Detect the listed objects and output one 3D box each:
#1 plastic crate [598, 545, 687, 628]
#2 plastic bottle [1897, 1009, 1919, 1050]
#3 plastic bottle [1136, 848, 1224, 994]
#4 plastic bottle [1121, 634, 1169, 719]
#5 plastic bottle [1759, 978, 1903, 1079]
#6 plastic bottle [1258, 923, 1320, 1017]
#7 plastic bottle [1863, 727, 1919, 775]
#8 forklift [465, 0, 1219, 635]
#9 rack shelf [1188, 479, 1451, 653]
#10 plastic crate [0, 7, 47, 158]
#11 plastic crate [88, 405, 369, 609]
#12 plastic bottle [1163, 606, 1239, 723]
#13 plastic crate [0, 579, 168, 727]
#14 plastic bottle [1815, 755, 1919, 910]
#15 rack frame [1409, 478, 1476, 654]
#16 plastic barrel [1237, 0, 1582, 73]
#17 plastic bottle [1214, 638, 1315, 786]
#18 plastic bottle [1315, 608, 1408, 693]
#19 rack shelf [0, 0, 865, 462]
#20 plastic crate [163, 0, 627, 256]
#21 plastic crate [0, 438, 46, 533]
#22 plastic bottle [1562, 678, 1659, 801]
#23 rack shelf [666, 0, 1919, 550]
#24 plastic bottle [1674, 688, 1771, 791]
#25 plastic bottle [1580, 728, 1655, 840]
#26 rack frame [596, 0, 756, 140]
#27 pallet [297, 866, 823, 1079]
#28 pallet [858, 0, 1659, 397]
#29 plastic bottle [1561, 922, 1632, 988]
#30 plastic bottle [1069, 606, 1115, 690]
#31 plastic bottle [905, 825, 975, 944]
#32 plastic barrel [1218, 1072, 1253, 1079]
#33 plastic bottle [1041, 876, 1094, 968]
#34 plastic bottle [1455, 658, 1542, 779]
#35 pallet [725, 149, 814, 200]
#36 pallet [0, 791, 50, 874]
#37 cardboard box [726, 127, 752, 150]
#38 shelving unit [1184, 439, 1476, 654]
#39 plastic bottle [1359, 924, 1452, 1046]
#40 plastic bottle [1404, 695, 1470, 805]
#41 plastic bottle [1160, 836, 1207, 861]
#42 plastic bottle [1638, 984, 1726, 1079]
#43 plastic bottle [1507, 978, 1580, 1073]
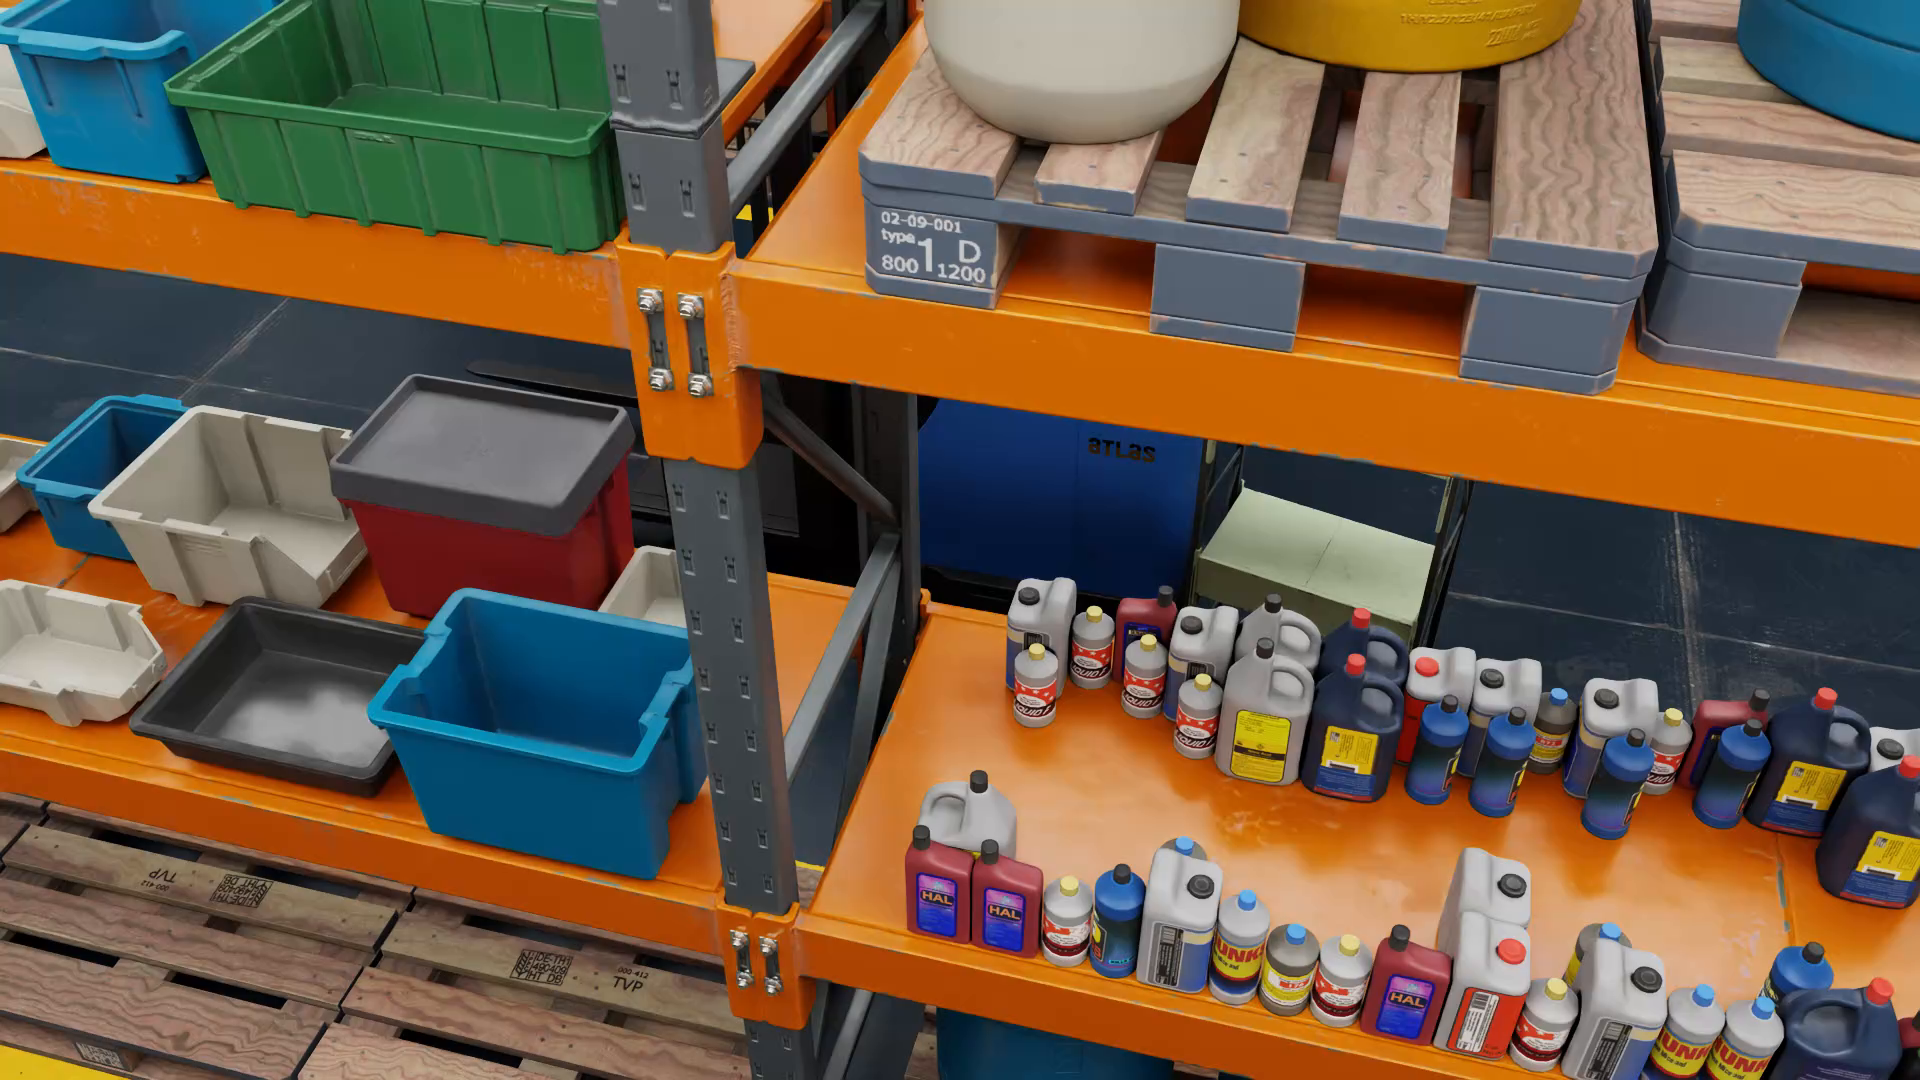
[{"bbox_3d":[-0.694,0.205,3.832,0.243,0.136,0.396,10,41,11],"label":"plastic crate"},{"bbox_3d":[1.685,0.920,2.913,0.133,0.283,0.061,10,41,11],"label":"plastic bottle"},{"bbox_3d":[0.420,0.715,3.163,0.135,0.276,0.152,10,41,11],"label":"plastic bottle"},{"bbox_3d":[0.415,0.296,3.720,0.097,0.201,0.097,0,40,0],"label":"plastic bottle"},{"bbox_3d":[1.527,0.880,2.909,0.185,0.351,0.144,10,41,11],"label":"plastic bottle"},{"bbox_3d":[0.619,0.796,3.124,0.097,0.201,0.097,0,40,0],"label":"plastic bottle"},{"bbox_3d":[1.908,0.502,3.416,0.135,0.276,0.152,10,41,11],"label":"plastic bottle"},{"bbox_3d":[-0.609,-1.225,5.430,3.031,2.935,1.130,10,41,11],"label":"forklift"},{"bbox_3d":[1.158,0.164,5.395,0.720,0.370,0.431,19,44,21],"label":"rack shelf"},{"bbox_3d":[-1.609,-0.730,2.659,0.466,0.136,0.293,10,41,11],"label":"plastic crate"},{"bbox_3d":[-1.709,-0.053,4.026,0.530,0.282,0.437,10,41,11],"label":"plastic crate"},{"bbox_3d":[0.535,0.266,3.697,0.135,0.276,0.152,10,41,11],"label":"plastic bottle"},{"bbox_3d":[-2.042,0.268,3.756,0.466,0.136,0.293,10,41,11],"label":"plastic crate"},{"bbox_3d":[1.846,0.562,3.287,0.185,0.351,0.144,10,41,11],"label":"plastic bottle"},{"bbox_3d":[1.482,0.025,5.054,0.023,1.500,0.400,19,44,21],"label":"rack frame"},{"bbox_3d":[0.652,-1.063,2.378,0.600,0.588,0.600,0,40,0],"label":"plastic barrel"},{"bbox_3d":[0.653,0.351,3.538,0.185,0.351,0.144,10,41,11],"label":"plastic bottle"},{"bbox_3d":[0.869,0.292,3.608,0.185,0.351,0.144,10,41,11],"label":"plastic bottle"},{"bbox_3d":[-2.214,-0.913,3.231,4.000,0.370,1.077,10,41,11],"label":"rack shelf"},{"bbox_3d":[-0.769,-0.657,2.532,0.662,0.188,0.450,10,41,11],"label":"plastic crate"},{"bbox_3d":[-2.469,-0.145,4.248,0.250,0.136,0.298,10,41,11],"label":"plastic crate"},{"bbox_3d":[1.377,0.411,3.525,0.135,0.276,0.152,10,41,11],"label":"plastic bottle"},{"bbox_3d":[1.650,-0.248,2.439,4.000,0.370,1.077,10,41,11],"label":"rack shelf"},{"bbox_3d":[1.612,0.418,3.511,0.133,0.283,0.061,10,41,11],"label":"plastic bottle"},{"bbox_3d":[1.362,0.493,3.430,0.097,0.271,0.097,0,40,0],"label":"plastic bottle"},{"bbox_3d":[-0.282,-2.004,1.639,0.127,3.000,1.000,10,41,11],"label":"rack frame"},{"bbox_3d":[-1.002,1.263,4.582,1.213,0.211,1.003,10,41,11],"label":"pallet"},{"bbox_3d":[0.501,-0.714,2.582,1.003,0.211,1.213,10,41,11],"label":"pallet"},{"bbox_3d":[1.200,0.795,3.126,0.097,0.201,0.097,0,40,0],"label":"plastic bottle"},{"bbox_3d":[0.302,0.236,3.791,0.097,0.201,0.097,0,40,0],"label":"plastic bottle"},{"bbox_3d":[-0.038,0.664,3.218,0.133,0.283,0.061,10,41,11],"label":"plastic bottle"},{"bbox_3d":[0.923,1.155,3.848,0.708,0.901,0.600,10,41,11],"label":"plastic barrel"},{"bbox_3d":[0.207,0.725,3.209,0.097,0.201,0.097,0,40,0],"label":"plastic bottle"},{"bbox_3d":[1.153,0.372,3.571,0.135,0.276,0.152,10,41,11],"label":"plastic bottle"},{"bbox_3d":[-0.898,-2.093,8.578,1.213,0.211,1.003,10,41,11],"label":"pallet"},{"bbox_3d":[-3.359,0.857,5.065,1.213,0.211,1.003,10,41,11],"label":"pallet"},{"bbox_3d":[-1.348,-2.588,8.325,0.875,0.875,0.875,10,41,11],"label":"cardboard box"},{"bbox_3d":[1.158,-0.085,5.186,0.755,1.500,0.431,19,44,21],"label":"shelving unit"},{"bbox_3d":[0.820,0.811,3.042,0.133,0.283,0.061,10,41,11],"label":"plastic bottle"},{"bbox_3d":[1.008,0.432,3.503,0.097,0.271,0.097,0,40,0],"label":"plastic bottle"},{"bbox_3d":[0.435,0.663,3.283,0.097,0.201,0.097,0,40,0],"label":"plastic bottle"},{"bbox_3d":[1.290,0.885,2.964,0.097,0.271,0.097,0,40,0],"label":"plastic bottle"},{"bbox_3d":[1.066,0.873,3.033,0.097,0.201,0.097,0,40,0],"label":"plastic bottle"}]
